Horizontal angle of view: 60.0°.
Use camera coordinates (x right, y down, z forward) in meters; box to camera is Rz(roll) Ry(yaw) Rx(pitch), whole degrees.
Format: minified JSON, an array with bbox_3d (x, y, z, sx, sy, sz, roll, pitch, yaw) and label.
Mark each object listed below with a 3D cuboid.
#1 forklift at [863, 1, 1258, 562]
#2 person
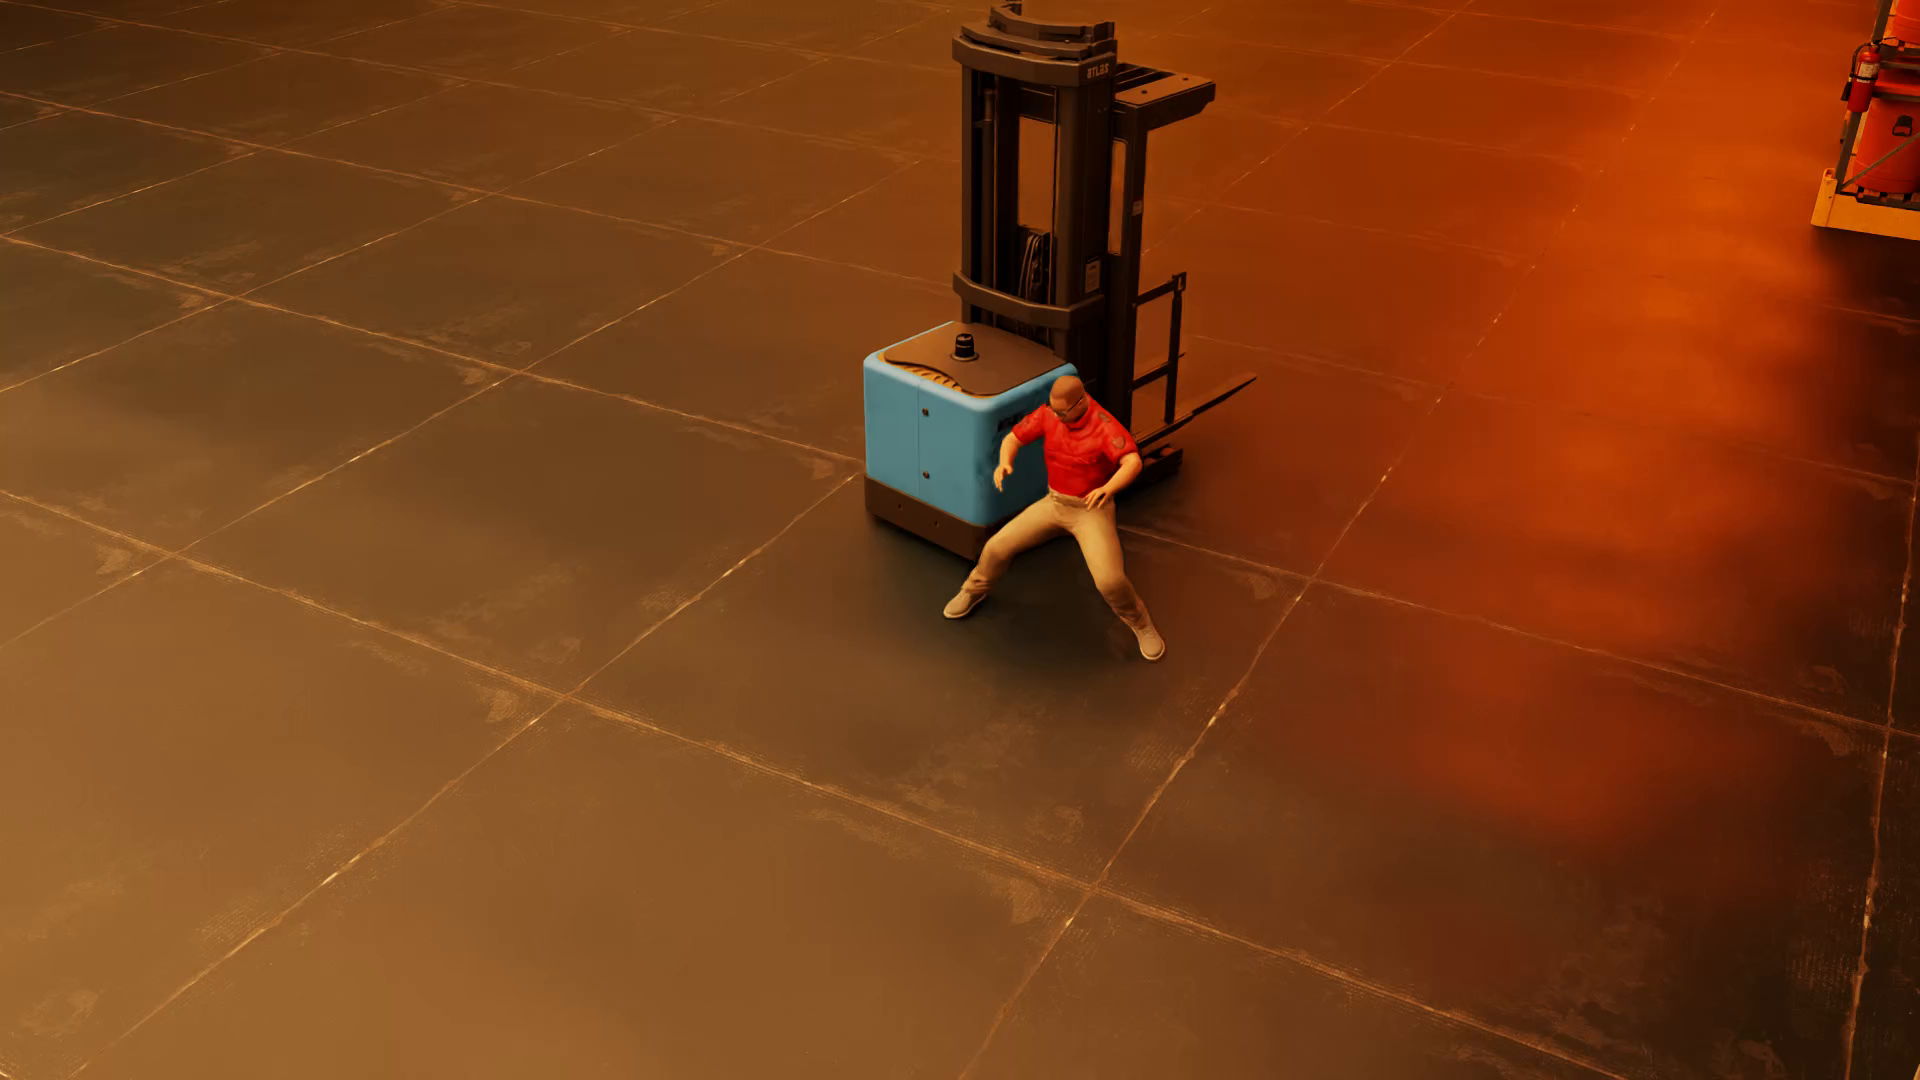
[{"bbox_3d":[0.790,-1.785,10.163,1.130,2.935,3.031,25,38,36],"label":"forklift"},{"bbox_3d":[0.538,-0.144,8.756,1.214,1.488,0.672,25,38,36],"label":"person"}]
